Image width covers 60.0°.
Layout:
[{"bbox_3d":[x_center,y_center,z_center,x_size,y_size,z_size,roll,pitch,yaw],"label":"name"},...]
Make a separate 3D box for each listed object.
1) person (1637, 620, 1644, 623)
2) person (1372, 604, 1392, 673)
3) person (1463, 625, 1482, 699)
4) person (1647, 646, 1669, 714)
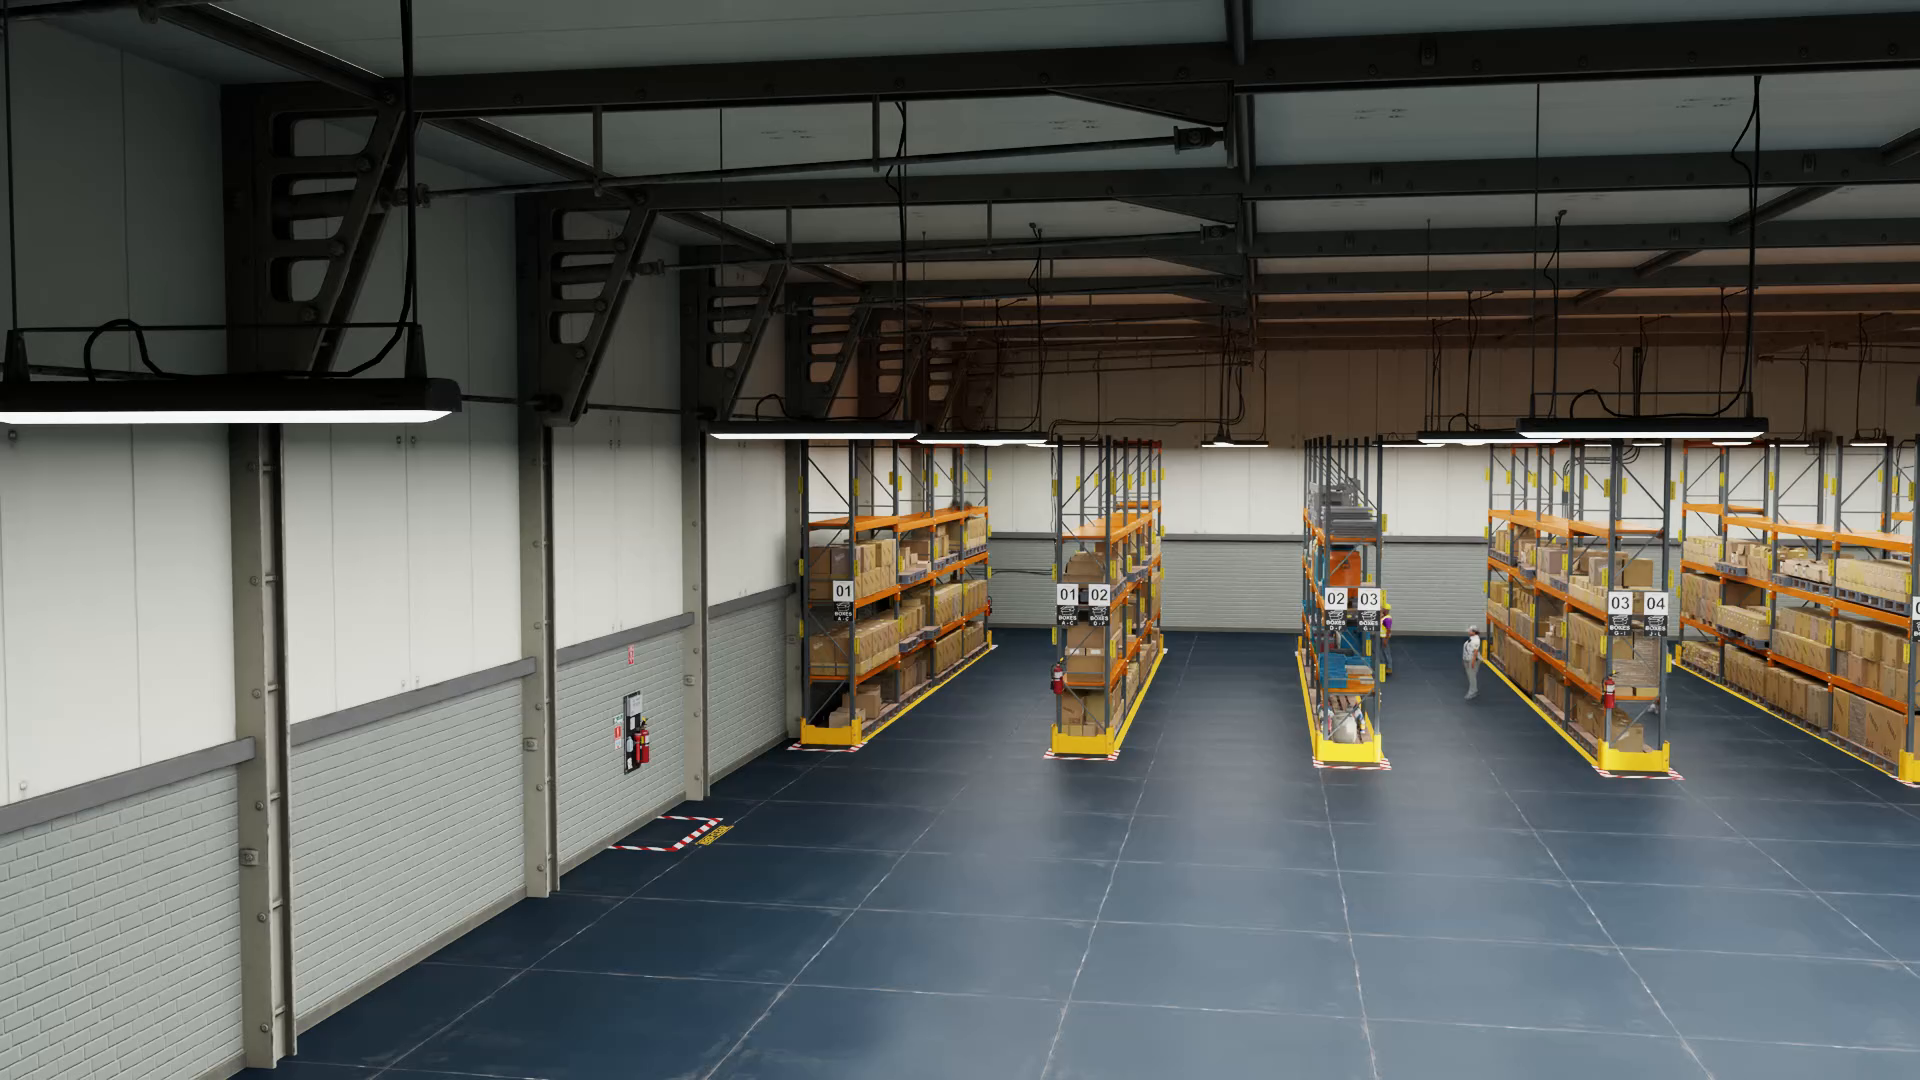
[{"bbox_3d":[18.313,2.386,45.349,0.671,1.742,1.066,1,3,11],"label":"person"},{"bbox_3d":[10.903,2.522,42.804,0.415,1.775,0.696,-1,3,-17],"label":"person"},{"bbox_3d":[11.840,2.824,38.544,0.502,1.678,0.492,-1,3,-16],"label":"person"},{"bbox_3d":[15.178,2.860,36.179,0.392,1.796,0.589,-1,3,-19],"label":"person"}]
